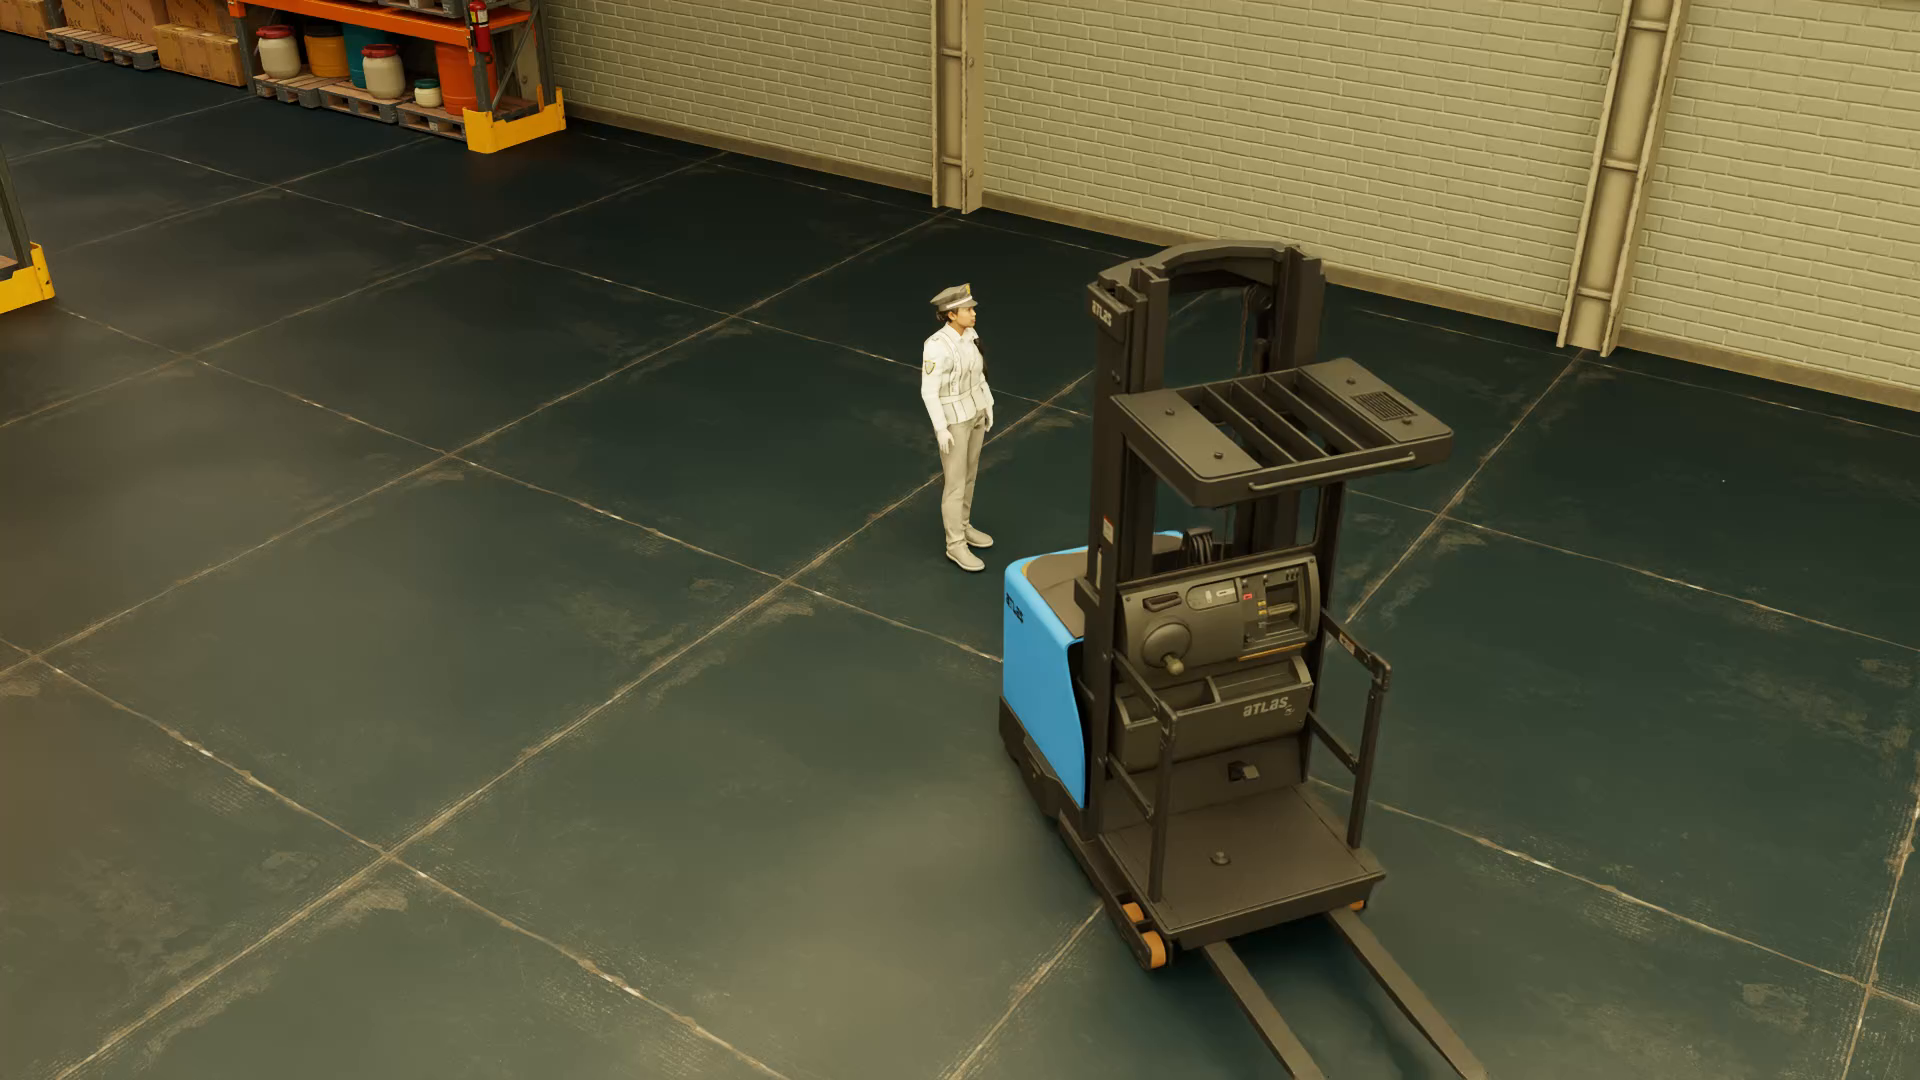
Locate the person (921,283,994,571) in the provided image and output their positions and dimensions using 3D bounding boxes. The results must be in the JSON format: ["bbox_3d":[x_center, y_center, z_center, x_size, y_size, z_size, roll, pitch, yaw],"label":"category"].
[{"bbox_3d":[0.052,-0.717,10.033,0.531,1.694,0.586,19,35,29],"label":"person"}]

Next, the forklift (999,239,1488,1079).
[{"bbox_3d":[1.200,0.371,6.942,1.130,2.935,3.031,-11,32,-18],"label":"forklift"}]
